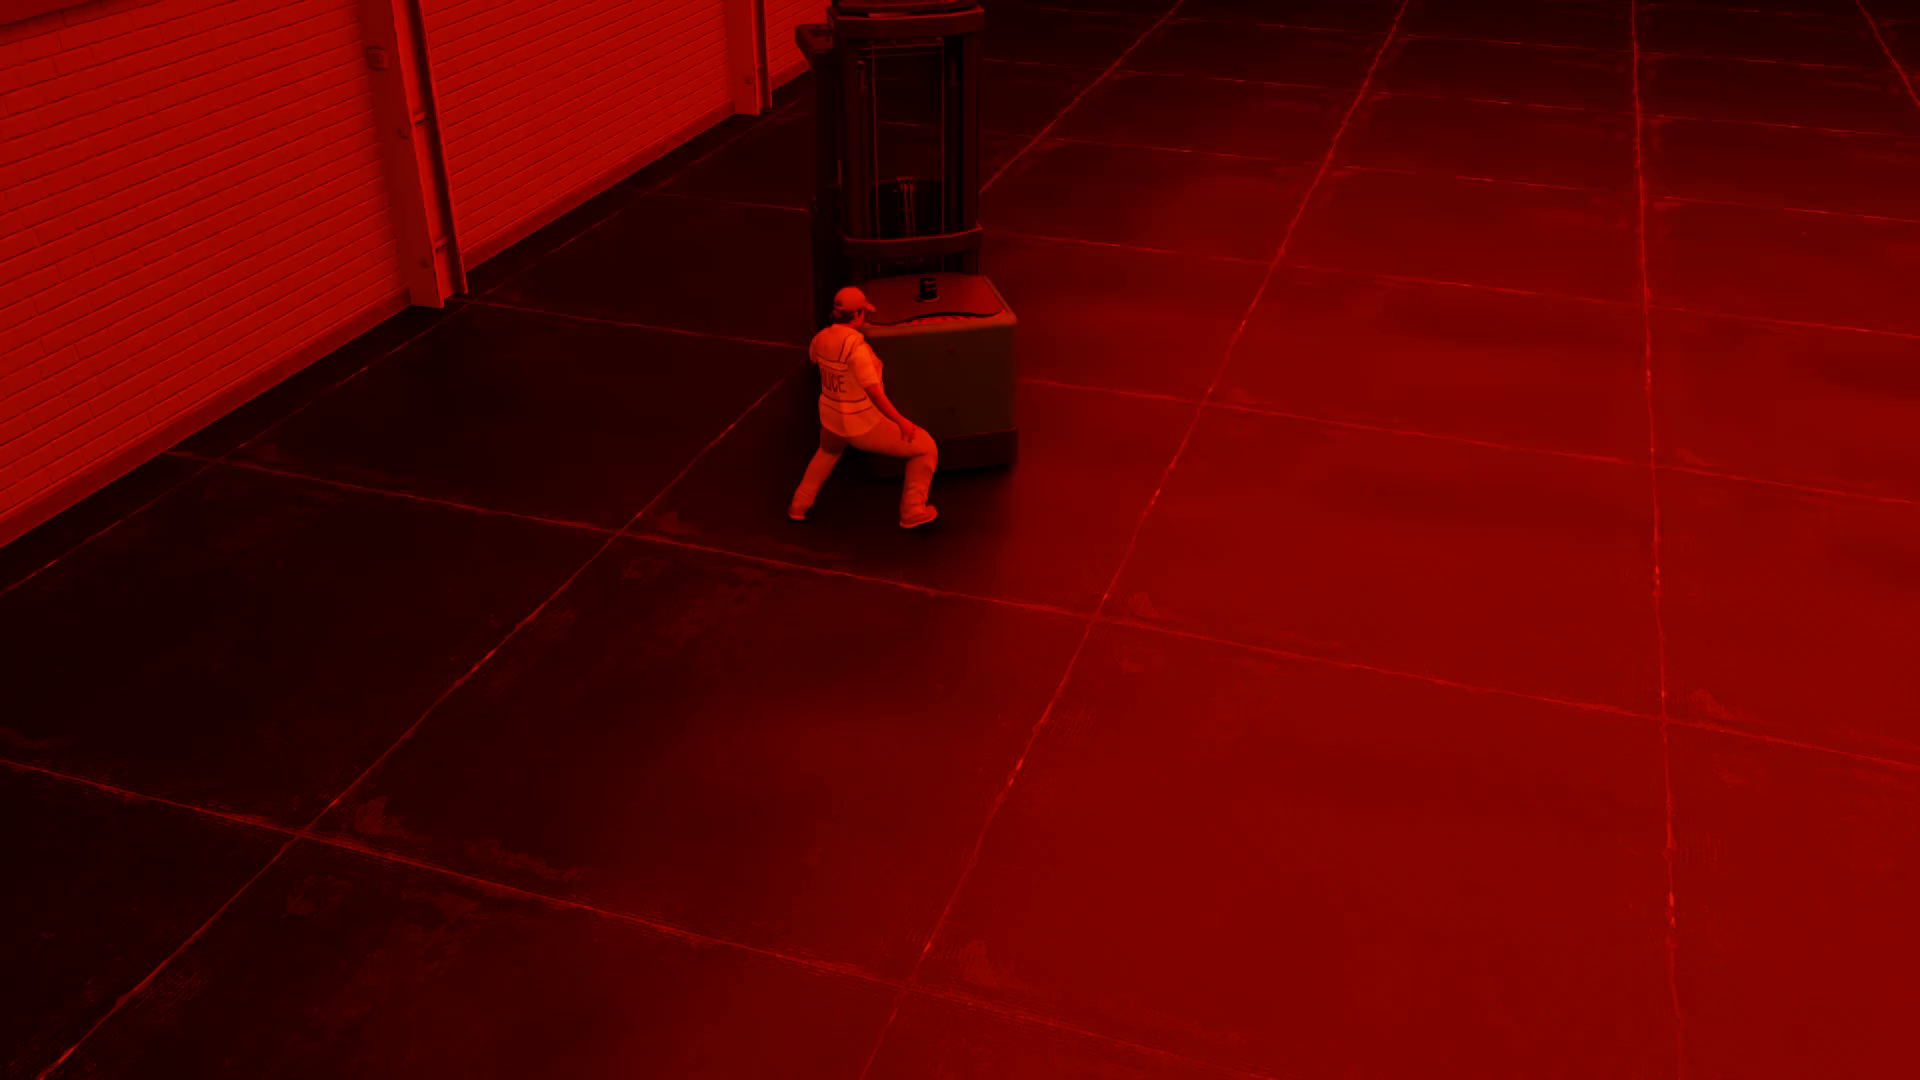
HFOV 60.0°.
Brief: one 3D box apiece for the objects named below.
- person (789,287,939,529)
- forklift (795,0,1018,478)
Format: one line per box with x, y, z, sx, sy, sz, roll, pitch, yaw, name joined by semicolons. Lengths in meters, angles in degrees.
-0.640;-0.785;9.976;0.691;1.546;0.895;-23;37;-34;person
-0.471;-2.383;11.317;1.130;2.935;3.031;-7;30;-12;forklift
